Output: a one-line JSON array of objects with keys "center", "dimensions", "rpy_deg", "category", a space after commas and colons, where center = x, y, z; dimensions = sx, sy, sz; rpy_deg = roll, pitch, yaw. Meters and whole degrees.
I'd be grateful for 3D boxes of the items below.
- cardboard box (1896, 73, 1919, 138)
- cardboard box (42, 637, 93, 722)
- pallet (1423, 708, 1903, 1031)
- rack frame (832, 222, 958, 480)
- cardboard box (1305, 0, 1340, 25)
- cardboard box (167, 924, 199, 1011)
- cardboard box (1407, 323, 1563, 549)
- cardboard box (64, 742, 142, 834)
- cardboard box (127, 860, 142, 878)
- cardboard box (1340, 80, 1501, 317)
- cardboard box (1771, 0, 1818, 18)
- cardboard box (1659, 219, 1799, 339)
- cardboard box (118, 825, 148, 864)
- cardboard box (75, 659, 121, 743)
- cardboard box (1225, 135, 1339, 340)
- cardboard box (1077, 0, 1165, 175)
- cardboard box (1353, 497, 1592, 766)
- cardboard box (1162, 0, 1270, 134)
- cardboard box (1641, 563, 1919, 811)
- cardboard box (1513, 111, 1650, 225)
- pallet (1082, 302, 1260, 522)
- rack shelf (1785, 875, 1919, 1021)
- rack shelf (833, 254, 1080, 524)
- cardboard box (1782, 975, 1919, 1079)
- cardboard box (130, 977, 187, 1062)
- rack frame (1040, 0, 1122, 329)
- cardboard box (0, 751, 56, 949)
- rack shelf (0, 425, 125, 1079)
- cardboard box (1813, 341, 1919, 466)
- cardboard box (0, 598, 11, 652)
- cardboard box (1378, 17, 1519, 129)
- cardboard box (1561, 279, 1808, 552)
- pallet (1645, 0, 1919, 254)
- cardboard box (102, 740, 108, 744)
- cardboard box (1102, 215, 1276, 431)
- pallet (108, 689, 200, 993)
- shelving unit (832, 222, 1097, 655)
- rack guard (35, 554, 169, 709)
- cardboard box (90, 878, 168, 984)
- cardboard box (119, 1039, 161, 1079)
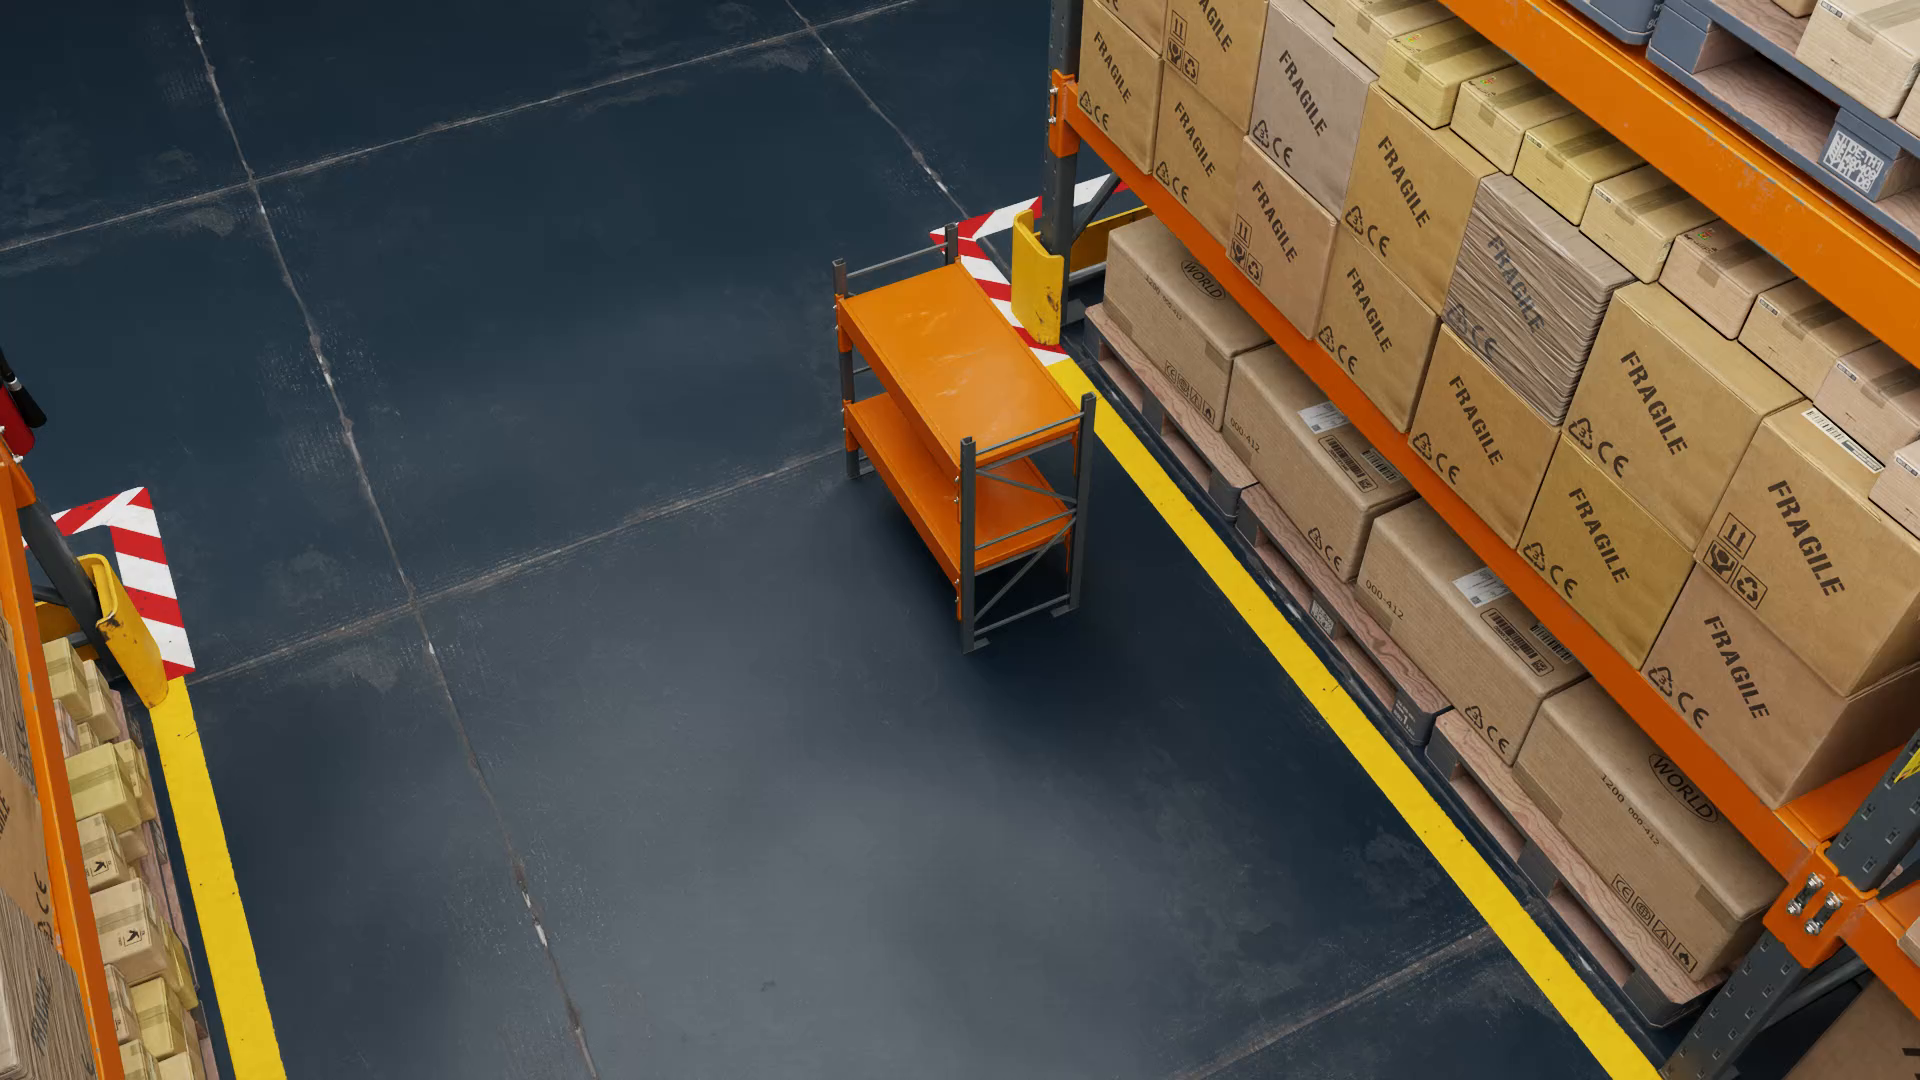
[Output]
[{"center": [2.071, -0.888, 3.177], "dimensions": [0.396, 0.266, 0.258], "rpy_deg": [-20, 52, -16], "category": "cardboard box"}, {"center": [-3.070, 0.511, 5.423], "dimensions": [0.380, 0.149, 0.250], "rpy_deg": [-21, 52, -17], "category": "cardboard box"}, {"center": [2.369, 0.926, 5.692], "dimensions": [1.003, 0.211, 1.213], "rpy_deg": [-21, 52, -18], "category": "pallet"}, {"center": [-0.236, -0.715, 6.521], "dimensions": [0.500, 1.125, 0.032], "rpy_deg": [-21, 52, -18], "category": "rack frame"}, {"center": [1.237, -1.684, 4.961], "dimensions": [0.380, 0.149, 0.250], "rpy_deg": [-21, 52, -17], "category": "cardboard box"}, {"center": [-2.562, 1.374, 5.063], "dimensions": [0.380, 0.149, 0.250], "rpy_deg": [-23, 53, -19], "category": "cardboard box"}, {"center": [1.725, -0.385, 4.920], "dimensions": [0.500, 0.500, 0.500], "rpy_deg": [-22, 52, -18], "category": "cardboard box"}, {"center": [-2.775, 0.829, 5.145], "dimensions": [0.380, 0.149, 0.250], "rpy_deg": [-22, 52, -18], "category": "cardboard box"}, {"center": [-2.859, 1.064, 5.334], "dimensions": [0.380, 0.149, 0.250], "rpy_deg": [-21, 52, -18], "category": "cardboard box"}, {"center": [1.498, -1.057, 4.844], "dimensions": [0.500, 0.500, 0.500], "rpy_deg": [-21, 52, -17], "category": "cardboard box"}, {"center": [2.002, -1.540, 3.590], "dimensions": [0.797, 0.503, 0.637], "rpy_deg": [-17, 51, -15], "category": "cardboard box"}, {"center": [1.962, -0.675, 4.079], "dimensions": [0.380, 0.149, 0.250], "rpy_deg": [-22, 52, -18], "category": "cardboard box"}, {"center": [-2.803, 0.944, 5.242], "dimensions": [0.380, 0.149, 0.250], "rpy_deg": [-23, 53, -19], "category": "cardboard box"}, {"center": [-3.043, 0.597, 5.545], "dimensions": [0.380, 0.149, 0.250], "rpy_deg": [-22, 53, -18], "category": "cardboard box"}, {"center": [1.255, -1.070, 5.520], "dimensions": [0.500, 0.500, 0.500], "rpy_deg": [-21, 52, -18], "category": "cardboard box"}, {"center": [0.782, -1.746, 6.110], "dimensions": [0.500, 0.500, 0.500], "rpy_deg": [-22, 52, -18], "category": "cardboard box"}, {"center": [2.046, 0.193, 5.904], "dimensions": [0.875, 0.438, 0.875], "rpy_deg": [-23, 53, -19], "category": "cardboard box"}, {"center": [1.026, -1.732, 5.434], "dimensions": [0.500, 0.500, 0.500], "rpy_deg": [-22, 53, -18], "category": "cardboard box"}, {"center": [2.208, 0.289, 4.331], "dimensions": [0.500, 0.500, 0.500], "rpy_deg": [-21, 52, -17], "category": "cardboard box"}, {"center": [1.695, -1.005, 4.368], "dimensions": [0.380, 0.149, 0.250], "rpy_deg": [-22, 52, -18], "category": "cardboard box"}, {"center": [1.253, -0.707, 7.121], "dimensions": [1.003, 0.211, 1.213], "rpy_deg": [-21, 52, -18], "category": "pallet"}, {"center": [3.563, 2.119, 3.274], "dimensions": [1.077, 0.370, 4.000], "rpy_deg": [-21, 52, -18], "category": "rack shelf"}, {"center": [-0.003, -0.568, 6.003], "dimensions": [0.538, 0.278, 1.000], "rpy_deg": [-21, 52, -18], "category": "rack shelf"}, {"center": [3.003, 1.493, 4.477], "dimensions": [0.875, 0.875, 0.875], "rpy_deg": [-20, 52, -16], "category": "cardboard box"}, {"center": [-2.454, 1.464, 4.787], "dimensions": [0.380, 0.149, 0.250], "rpy_deg": [-19, 51, -16], "category": "cardboard box"}, {"center": [0.817, -2.133, 6.516], "dimensions": [1.000, 3.000, 0.127], "rpy_deg": [-21, 52, -18], "category": "rack frame"}, {"center": [-2.413, 0.741, 3.738], "dimensions": [0.500, 0.500, 0.500], "rpy_deg": [-19, 51, -16], "category": "cardboard box"}, {"center": [-2.623, 1.215, 4.065], "dimensions": [1.077, 0.370, 4.000], "rpy_deg": [-21, 52, -18], "category": "rack shelf"}, {"center": [2.200, -0.342, 3.787], "dimensions": [0.380, 0.149, 0.250], "rpy_deg": [-20, 52, -17], "category": "cardboard box"}, {"center": [-2.872, 0.067, 4.327], "dimensions": [0.500, 0.500, 0.500], "rpy_deg": [-22, 52, -18], "category": "cardboard box"}, {"center": [1.406, -1.323, 4.646], "dimensions": [0.380, 0.149, 0.250], "rpy_deg": [-22, 52, -18], "category": "cardboard box"}, {"center": [1.961, -0.381, 4.253], "dimensions": [0.500, 0.500, 0.500], "rpy_deg": [-22, 52, -18], "category": "cardboard box"}, {"center": [2.283, -0.965, 3.560], "dimensions": [1.003, 0.211, 1.213], "rpy_deg": [-21, 52, -18], "category": "pallet"}, {"center": [-3.111, 0.720, 5.635], "dimensions": [0.380, 0.149, 0.250], "rpy_deg": [-20, 52, -17], "category": "cardboard box"}, {"center": [1.208, -1.021, 6.966], "dimensions": [0.875, 0.438, 0.875], "rpy_deg": [-23, 53, -19], "category": "cardboard box"}, {"center": [-3.163, 1.164, 5.484], "dimensions": [1.003, 0.211, 1.213], "rpy_deg": [-21, 52, -18], "category": "pallet"}, {"center": [-0.003, -0.375, 6.223], "dimensions": [0.538, 1.125, 1.048], "rpy_deg": [-21, 52, -18], "category": "shelving unit"}, {"center": [-3.503, 0.513, 5.862], "dimensions": [1.175, 0.500, 0.348], "rpy_deg": [-21, 52, -18], "category": "rack guard"}, {"center": [-2.540, 1.184, 4.834], "dimensions": [0.380, 0.149, 0.250], "rpy_deg": [-19, 52, -16], "category": "cardboard box"}, {"center": [-2.373, 1.564, 4.501], "dimensions": [0.380, 0.149, 0.250], "rpy_deg": [-21, 52, -17], "category": "cardboard box"}]
